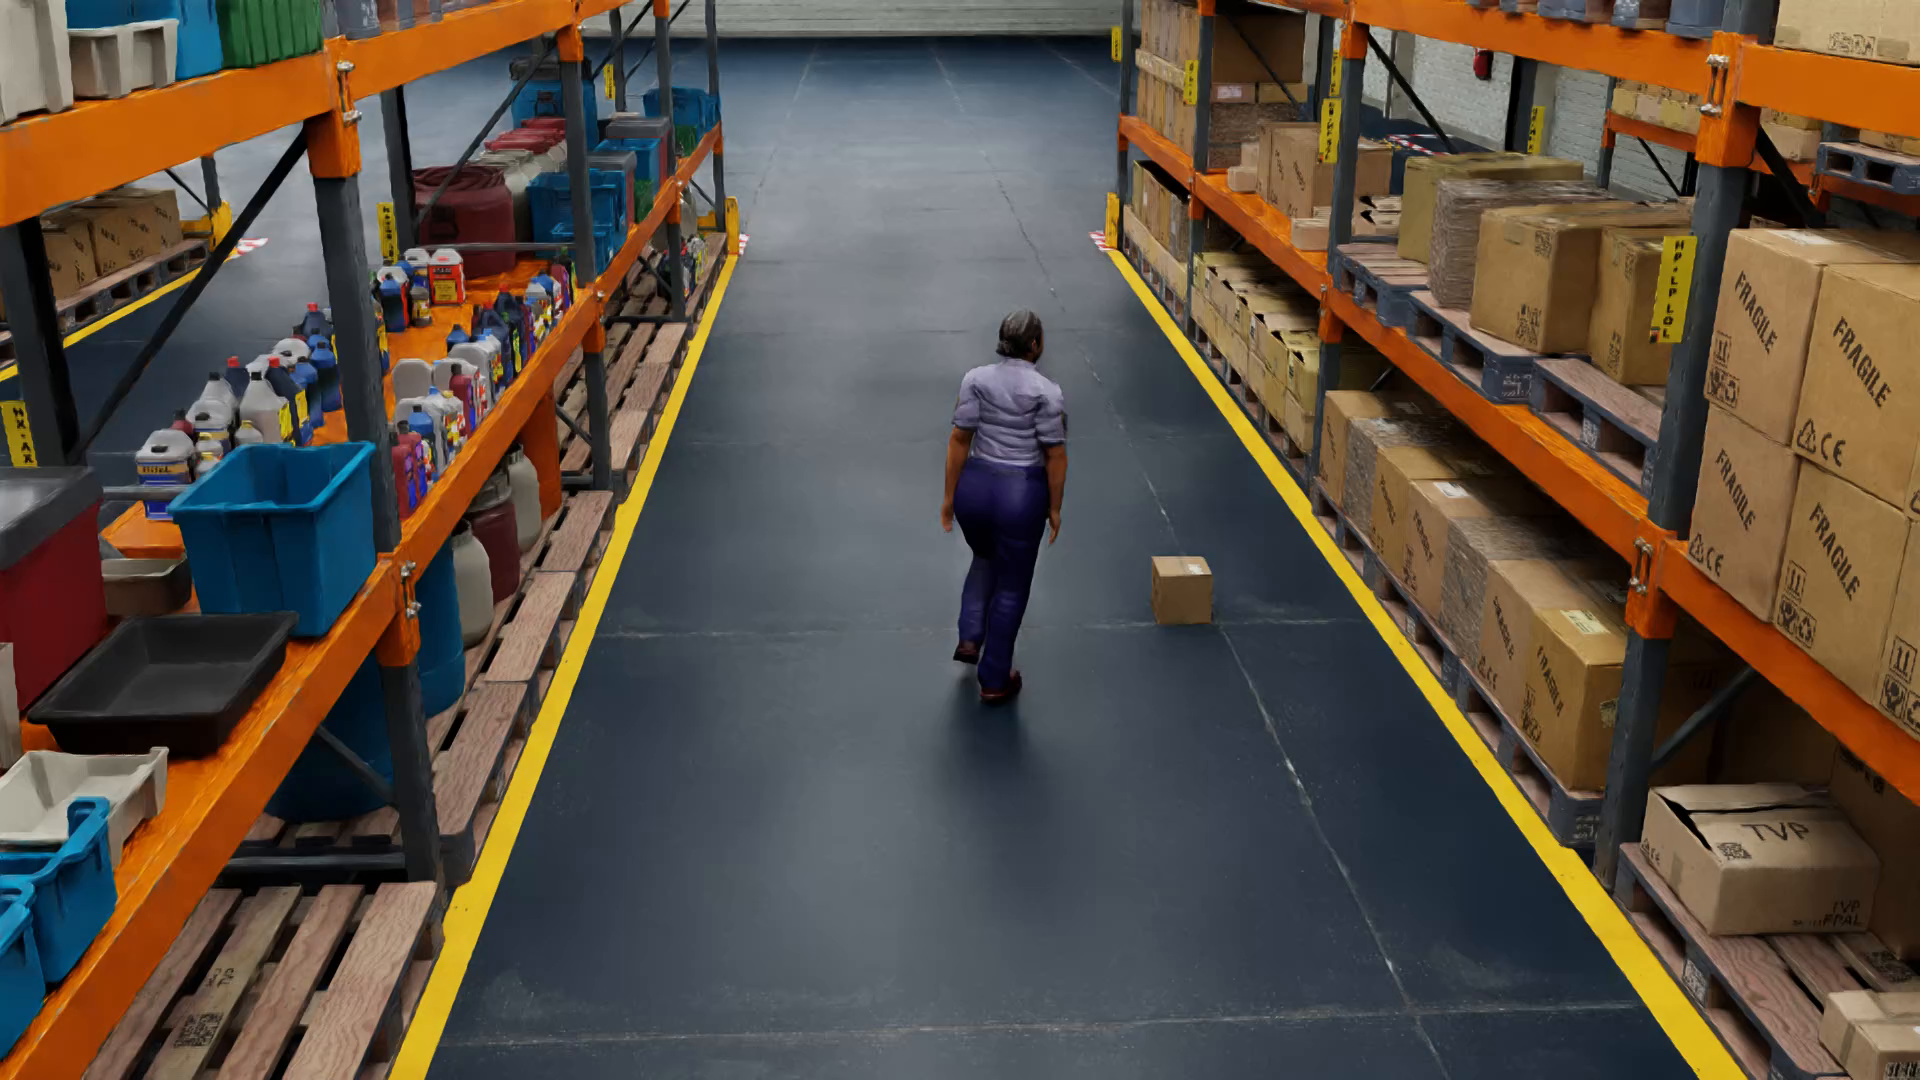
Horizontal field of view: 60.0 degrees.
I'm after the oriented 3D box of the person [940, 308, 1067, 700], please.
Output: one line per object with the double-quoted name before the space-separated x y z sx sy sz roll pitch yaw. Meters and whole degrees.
"person" 0.202 -0.152 6.962 0.509 1.638 0.486 10 23 25
